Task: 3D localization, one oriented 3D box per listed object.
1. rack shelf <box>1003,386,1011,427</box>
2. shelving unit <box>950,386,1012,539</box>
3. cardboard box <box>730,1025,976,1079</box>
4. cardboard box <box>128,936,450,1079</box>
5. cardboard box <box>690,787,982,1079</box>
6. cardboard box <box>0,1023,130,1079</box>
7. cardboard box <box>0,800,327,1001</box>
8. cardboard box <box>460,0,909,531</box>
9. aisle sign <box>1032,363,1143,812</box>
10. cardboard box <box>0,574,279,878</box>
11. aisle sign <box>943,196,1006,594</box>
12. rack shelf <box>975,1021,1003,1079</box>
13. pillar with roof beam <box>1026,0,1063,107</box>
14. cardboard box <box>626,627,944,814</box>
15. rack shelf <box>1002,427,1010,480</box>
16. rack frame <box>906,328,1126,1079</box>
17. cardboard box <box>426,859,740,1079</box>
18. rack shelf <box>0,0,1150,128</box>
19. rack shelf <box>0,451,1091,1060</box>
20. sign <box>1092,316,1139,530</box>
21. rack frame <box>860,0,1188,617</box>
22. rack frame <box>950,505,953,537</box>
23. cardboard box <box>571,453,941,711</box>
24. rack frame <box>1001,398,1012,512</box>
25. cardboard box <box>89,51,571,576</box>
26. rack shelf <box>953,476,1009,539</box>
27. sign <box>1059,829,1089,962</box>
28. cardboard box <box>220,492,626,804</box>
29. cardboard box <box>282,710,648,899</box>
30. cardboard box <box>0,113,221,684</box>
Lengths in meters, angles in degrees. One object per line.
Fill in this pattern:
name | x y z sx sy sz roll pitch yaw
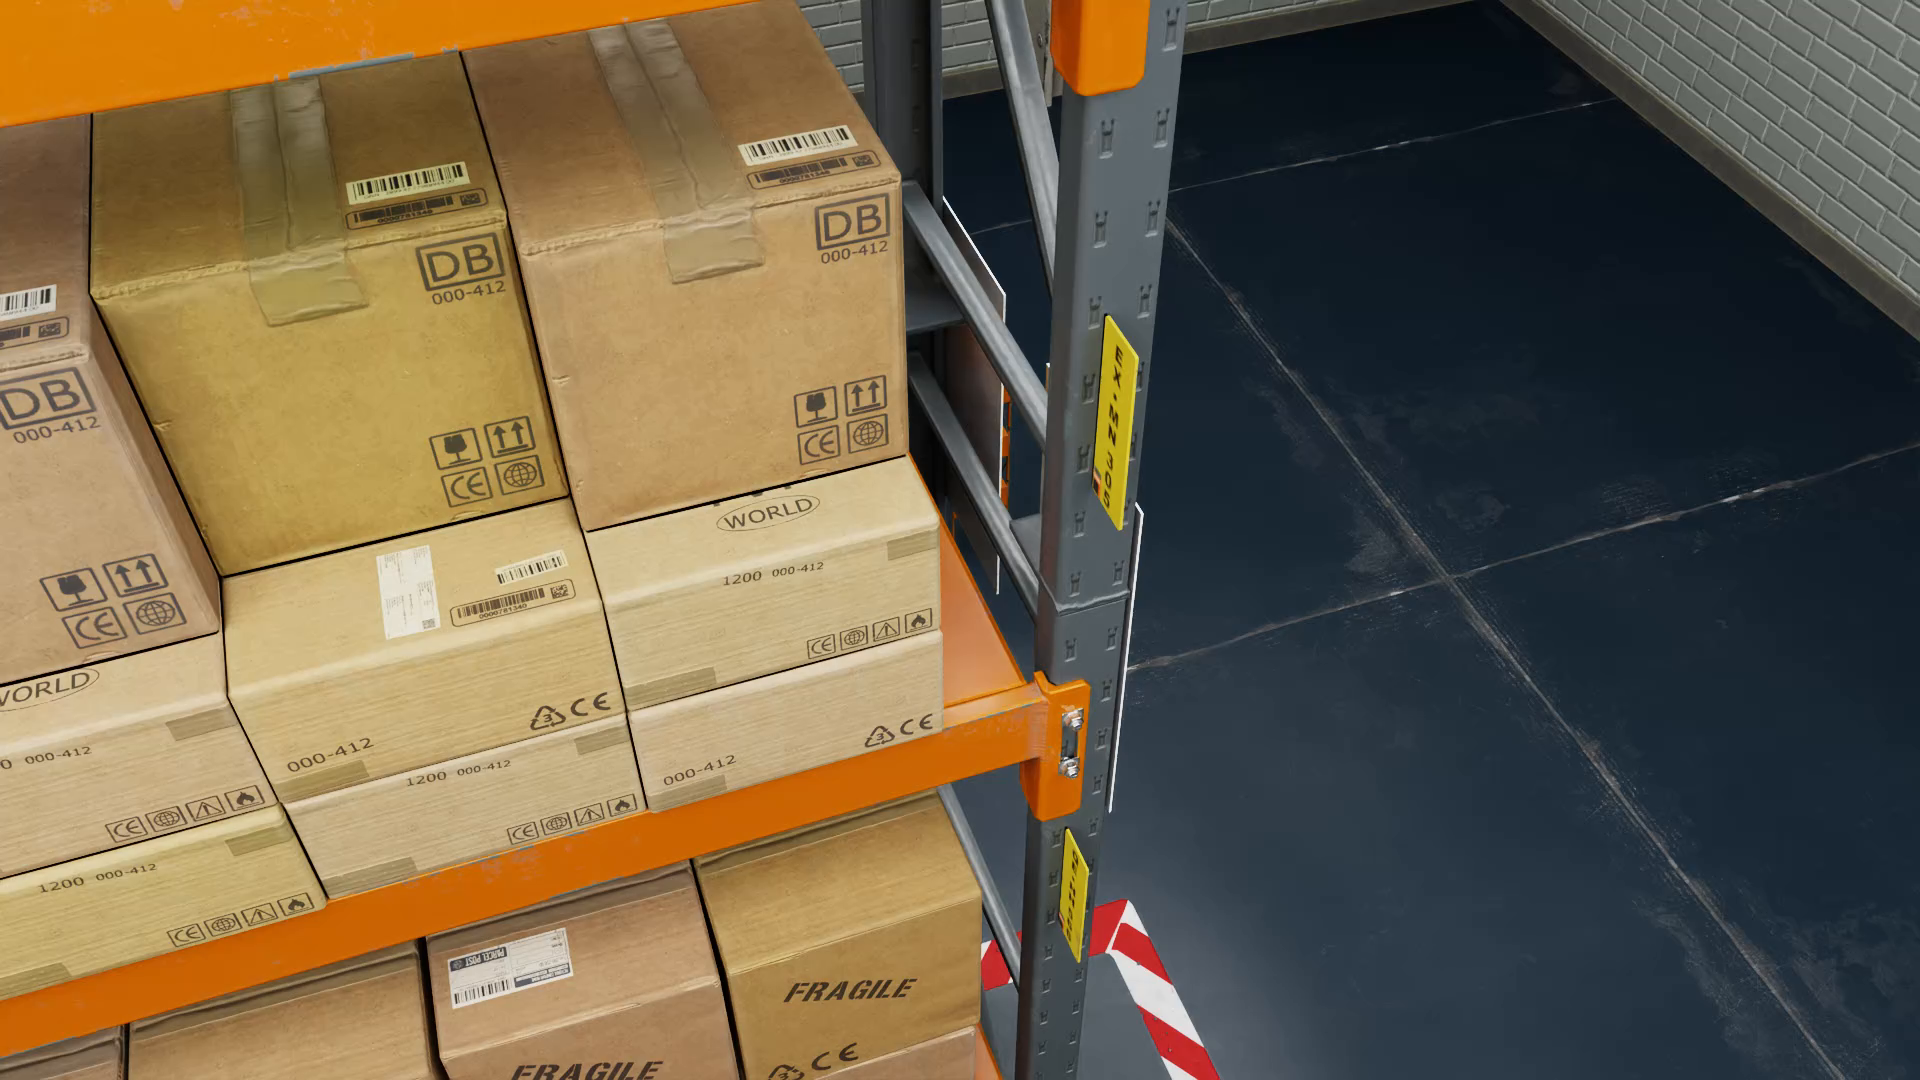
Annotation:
rack shelf | 0.050 -0.576 6.507 0.240 0.259 0.215 -14 47 -14
shelving unit | 0.050 -0.383 6.700 0.252 1.050 0.215 -14 47 -14
cardboard box | -0.280 1.090 3.785 0.500 0.500 0.500 -13 47 -13
cardboard box | -1.237 0.988 3.180 0.500 0.500 0.500 -13 47 -13
cardboard box | -0.276 0.738 3.429 0.500 0.500 0.500 -15 47 -14
cardboard box | -1.720 1.112 3.057 0.500 0.500 0.500 -13 47 -13
cardboard box | -1.285 0.371 2.560 0.500 0.250 0.500 -14 47 -14
cardboard box | -0.429 -0.477 2.522 0.500 0.500 0.700 -14 47 -14
aisle sign | 0.217 0.106 3.000 0.004 0.787 0.394 -14 47 -14
cardboard box | -1.289 0.185 2.392 0.500 0.250 0.500 -14 47 -14
aisle sign | 0.013 -0.294 3.399 0.004 0.787 0.394 -14 47 -14
rack shelf | -1.832 1.571 3.884 4.000 0.370 1.077 -14 47 -14
pillar with roof beam | 2.071 -2.938 3.635 0.400 9.000 9.100 -14 47 -14
cardboard box | -0.345 0.129 2.801 0.500 0.250 0.500 -14 47 -14
rack shelf | 0.050 -0.376 6.708 0.240 0.259 0.215 -14 47 -14
rack frame | 0.049 0.836 4.108 0.127 3.000 1.000 -14 47 -14
cardboard box | -0.751 0.860 3.308 0.500 0.500 0.500 -13 47 -13
rack shelf | -1.832 -0.545 1.760 4.000 0.370 1.077 -14 47 -14
rack shelf | -1.832 0.512 2.821 4.000 0.370 1.077 -14 47 -14
sign | 0.219 -0.161 2.359 0.005 0.325 0.100 -14 47 -14
rack frame | 0.049 -1.282 1.983 0.127 3.000 1.000 -14 47 -14
rack frame | -0.064 -0.354 6.671 0.008 1.050 0.200 -14 47 -14
cardboard box | -0.348 -0.053 2.629 0.500 0.250 0.500 -14 47 -14
rack frame | 0.165 -0.413 6.730 0.008 1.050 0.200 -14 47 -14
cardboard box | -0.928 -0.413 2.458 0.500 0.500 0.700 -14 47 -14
rack shelf | 0.050 -0.180 6.905 0.240 0.259 0.215 -14 47 -14
sign | 0.219 0.690 3.213 0.005 0.325 0.100 -14 47 -14
cardboard box | -0.818 0.068 2.509 0.500 0.250 0.500 -14 47 -14
cardboard box | -0.819 0.242 2.688 0.500 0.250 0.500 -14 47 -14
cardboard box | -1.362 -0.221 2.268 0.500 0.500 0.700 -14 47 -14
